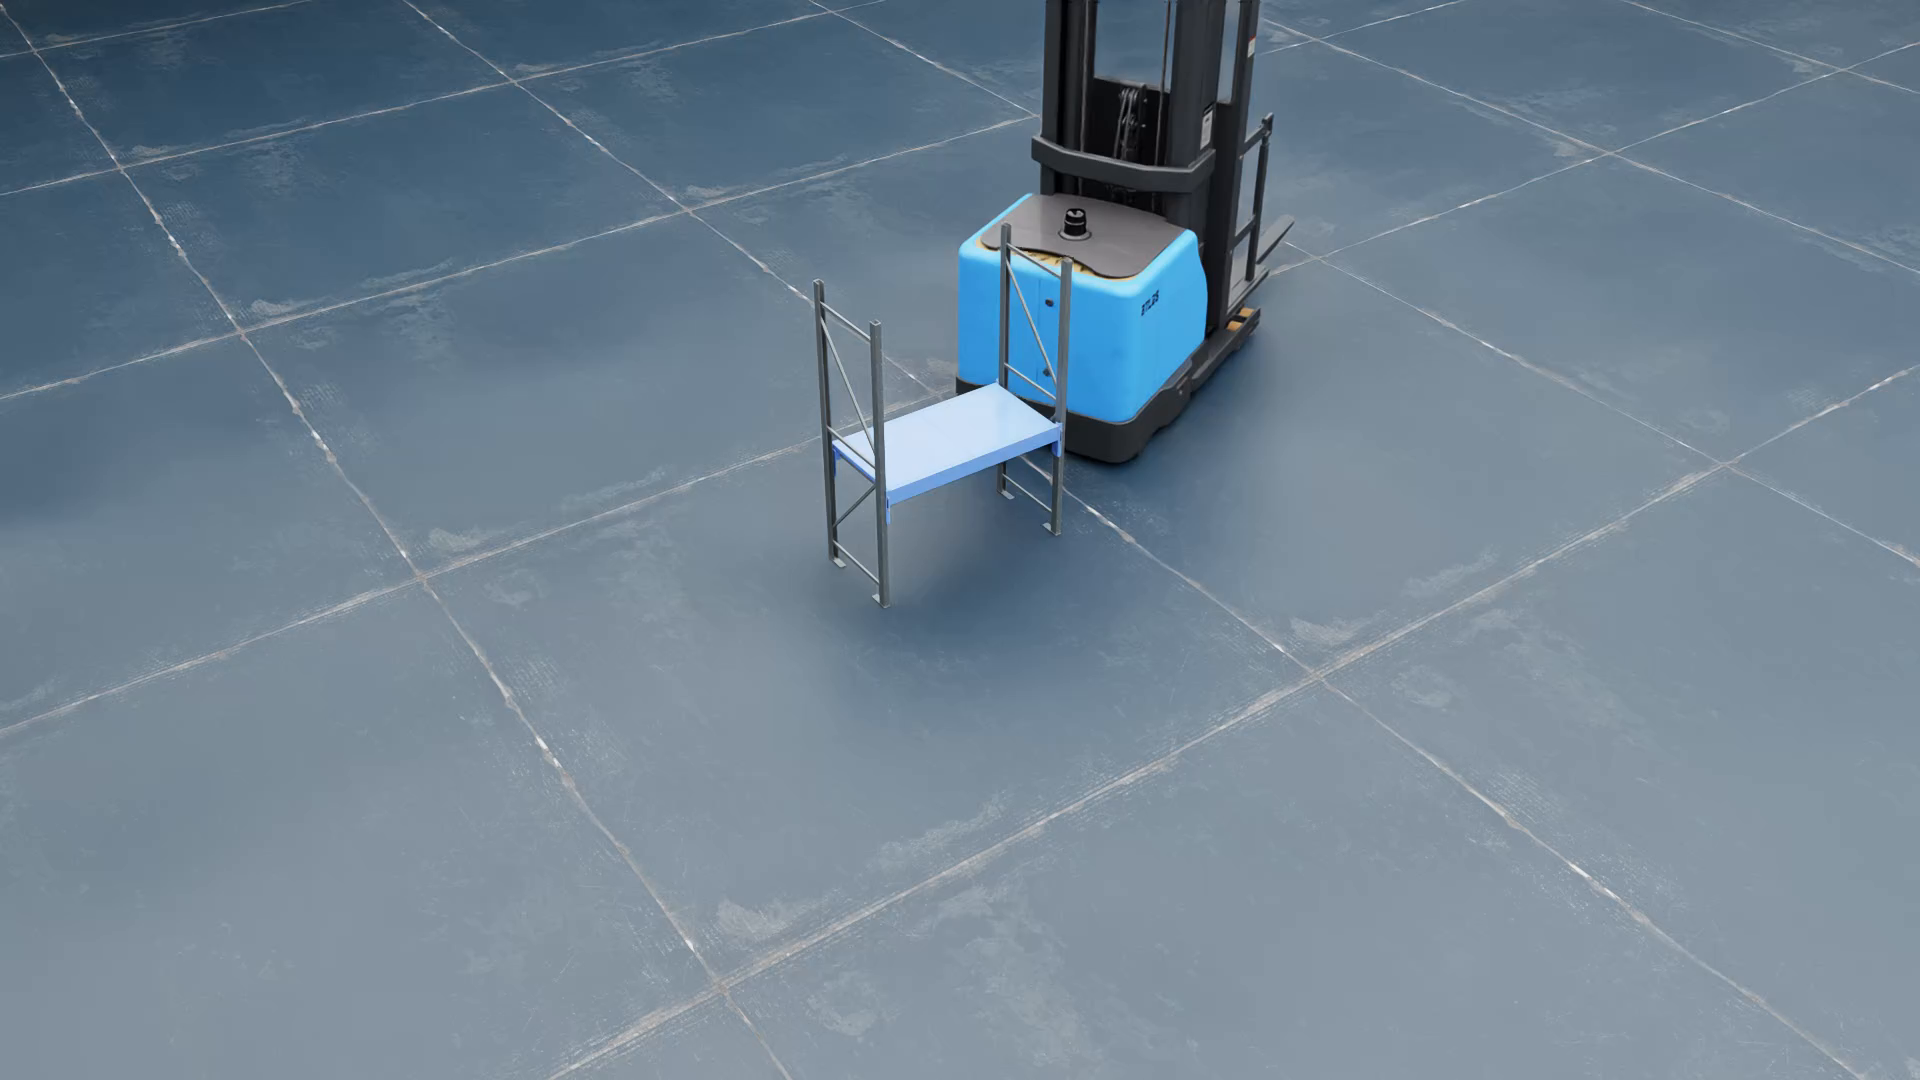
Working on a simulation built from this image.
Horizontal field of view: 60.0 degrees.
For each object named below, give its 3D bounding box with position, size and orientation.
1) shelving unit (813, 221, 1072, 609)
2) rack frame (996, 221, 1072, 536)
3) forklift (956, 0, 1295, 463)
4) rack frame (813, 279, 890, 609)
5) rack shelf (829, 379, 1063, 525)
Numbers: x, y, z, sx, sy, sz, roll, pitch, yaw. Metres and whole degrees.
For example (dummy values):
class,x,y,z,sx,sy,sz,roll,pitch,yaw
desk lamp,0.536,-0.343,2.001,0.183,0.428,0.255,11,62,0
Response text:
class,x,y,z,sx,sy,sz,roll,pitch,yaw
shelving unit,-0.070,-0.580,7.772,1.048,1.500,0.538,-22,41,-28
rack frame,0.346,-0.751,8.010,0.032,1.500,0.500,-22,41,-28
forklift,1.139,-2.433,9.122,1.130,2.935,3.031,18,40,24
rack frame,-0.485,-0.409,7.534,0.032,1.500,0.500,-22,41,-28
rack shelf,-0.070,-0.434,7.877,1.000,0.185,0.538,-22,41,-28
